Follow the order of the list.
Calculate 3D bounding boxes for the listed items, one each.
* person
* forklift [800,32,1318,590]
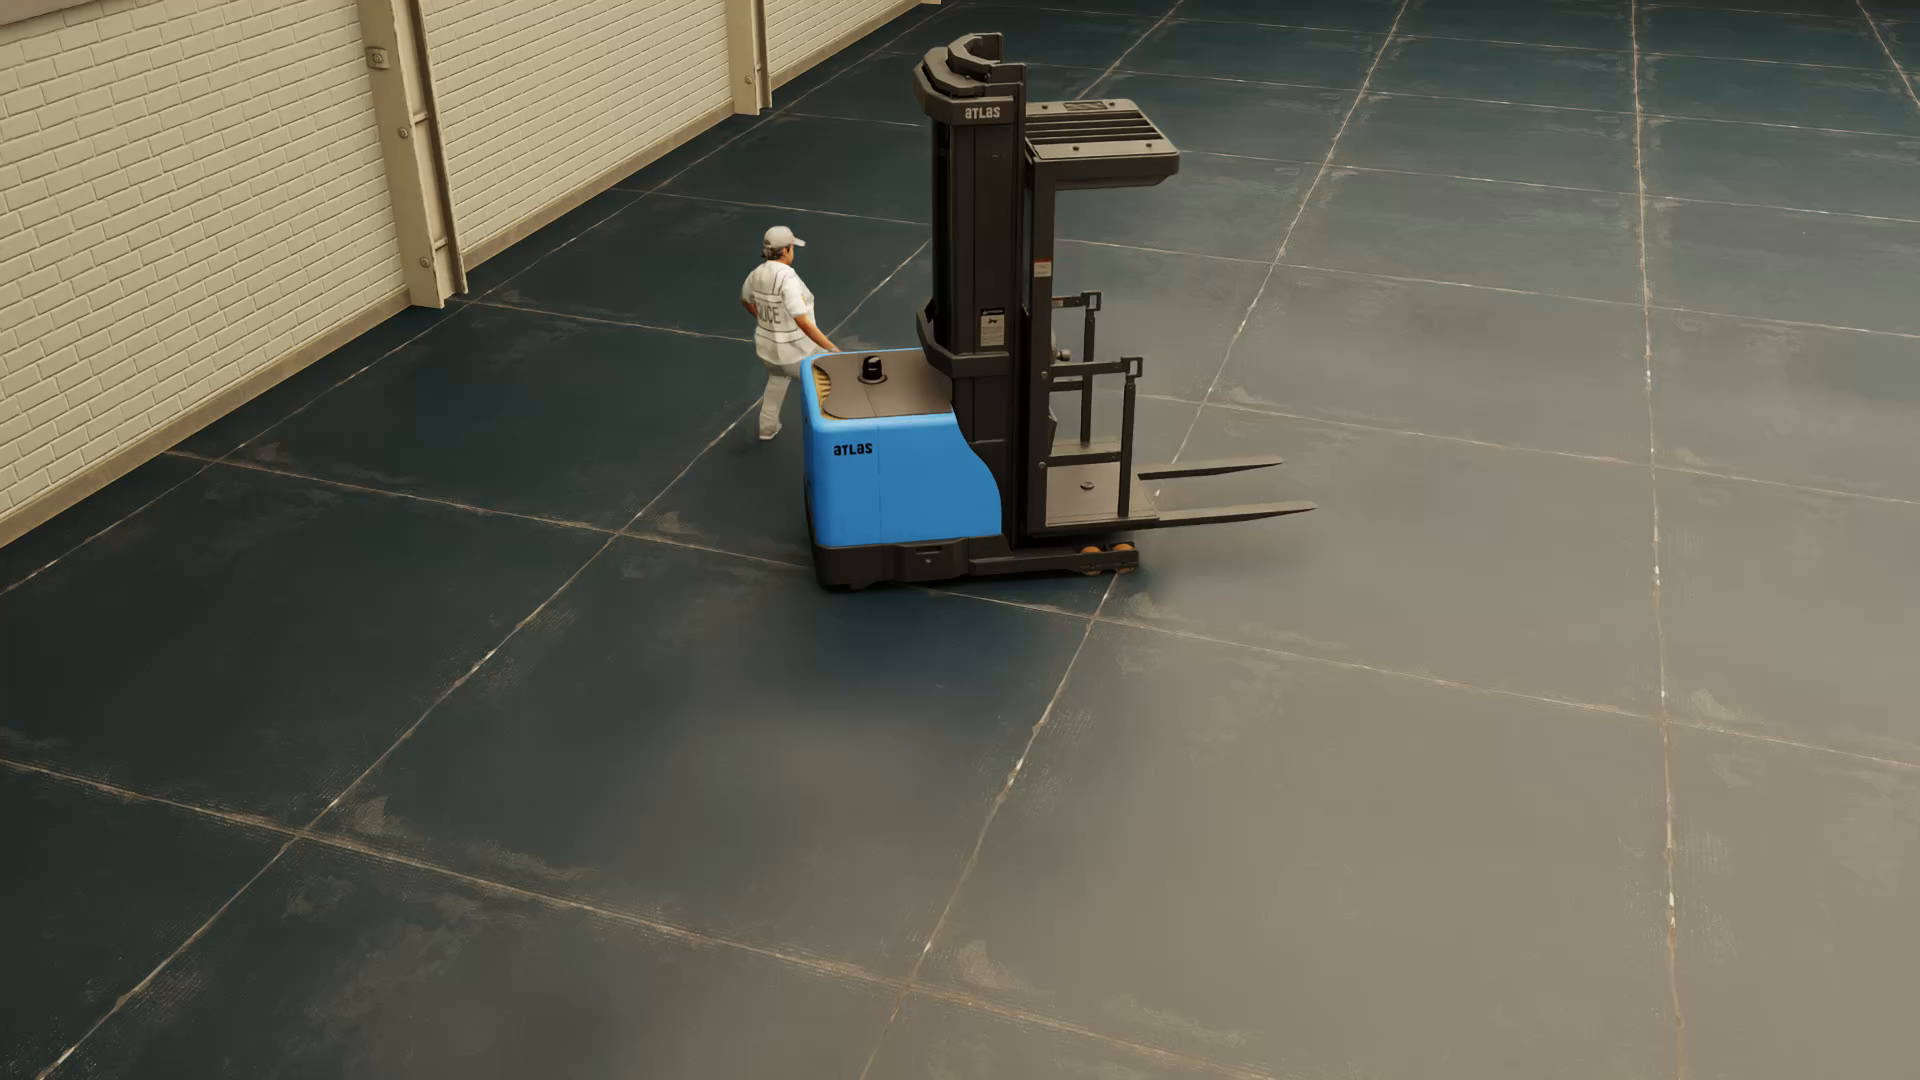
[{"bbox_3d":[-1.073,-1.302,10.842,0.529,1.562,0.865,-24,38,-36],"label":"person"},{"bbox_3d":[0.603,-1.321,9.453,3.031,2.935,1.130,-5,30,-8],"label":"forklift"}]
